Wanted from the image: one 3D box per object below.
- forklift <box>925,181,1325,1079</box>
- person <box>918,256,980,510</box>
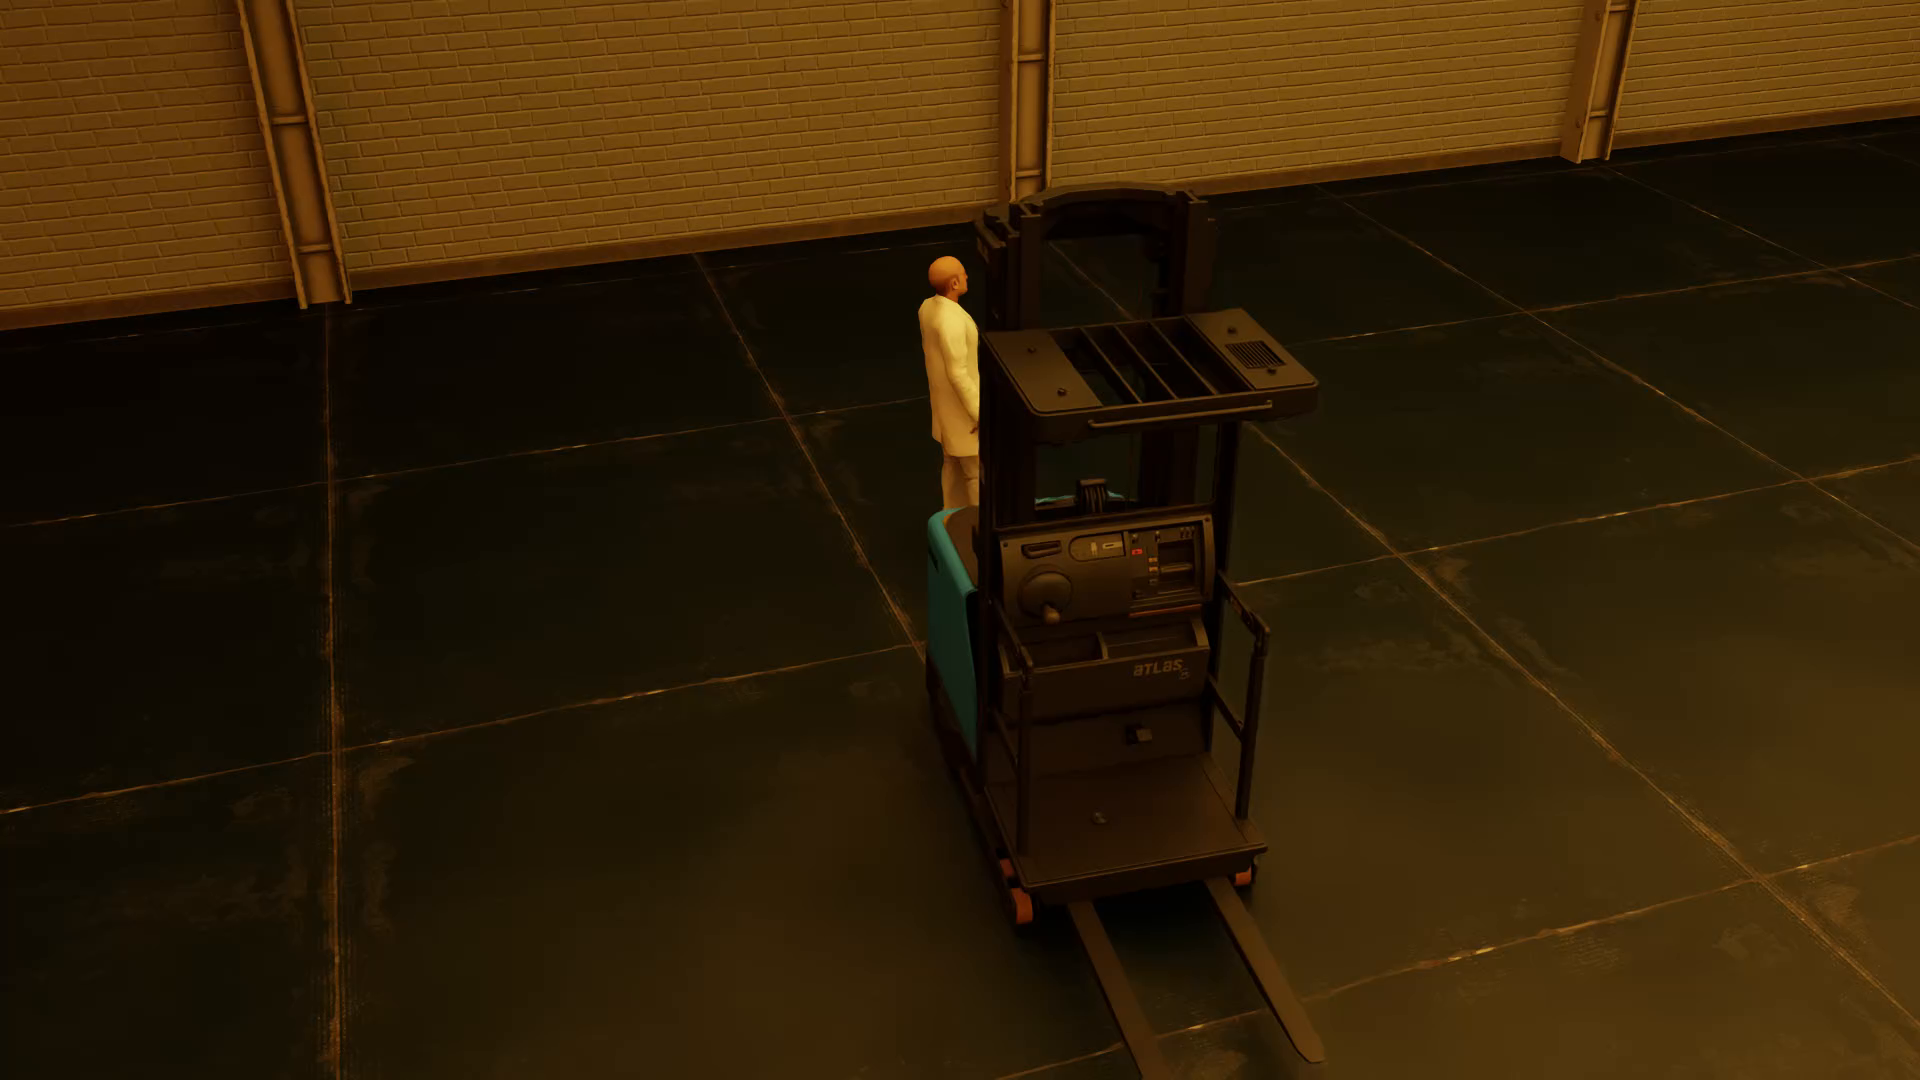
[{"bbox_3d":[0.675,0.172,6.789,1.130,2.935,3.031,-7,31,-12],"label":"forklift"},{"bbox_3d":[0.088,-0.790,9.601,0.578,1.777,0.698,-10,31,-16],"label":"person"}]
